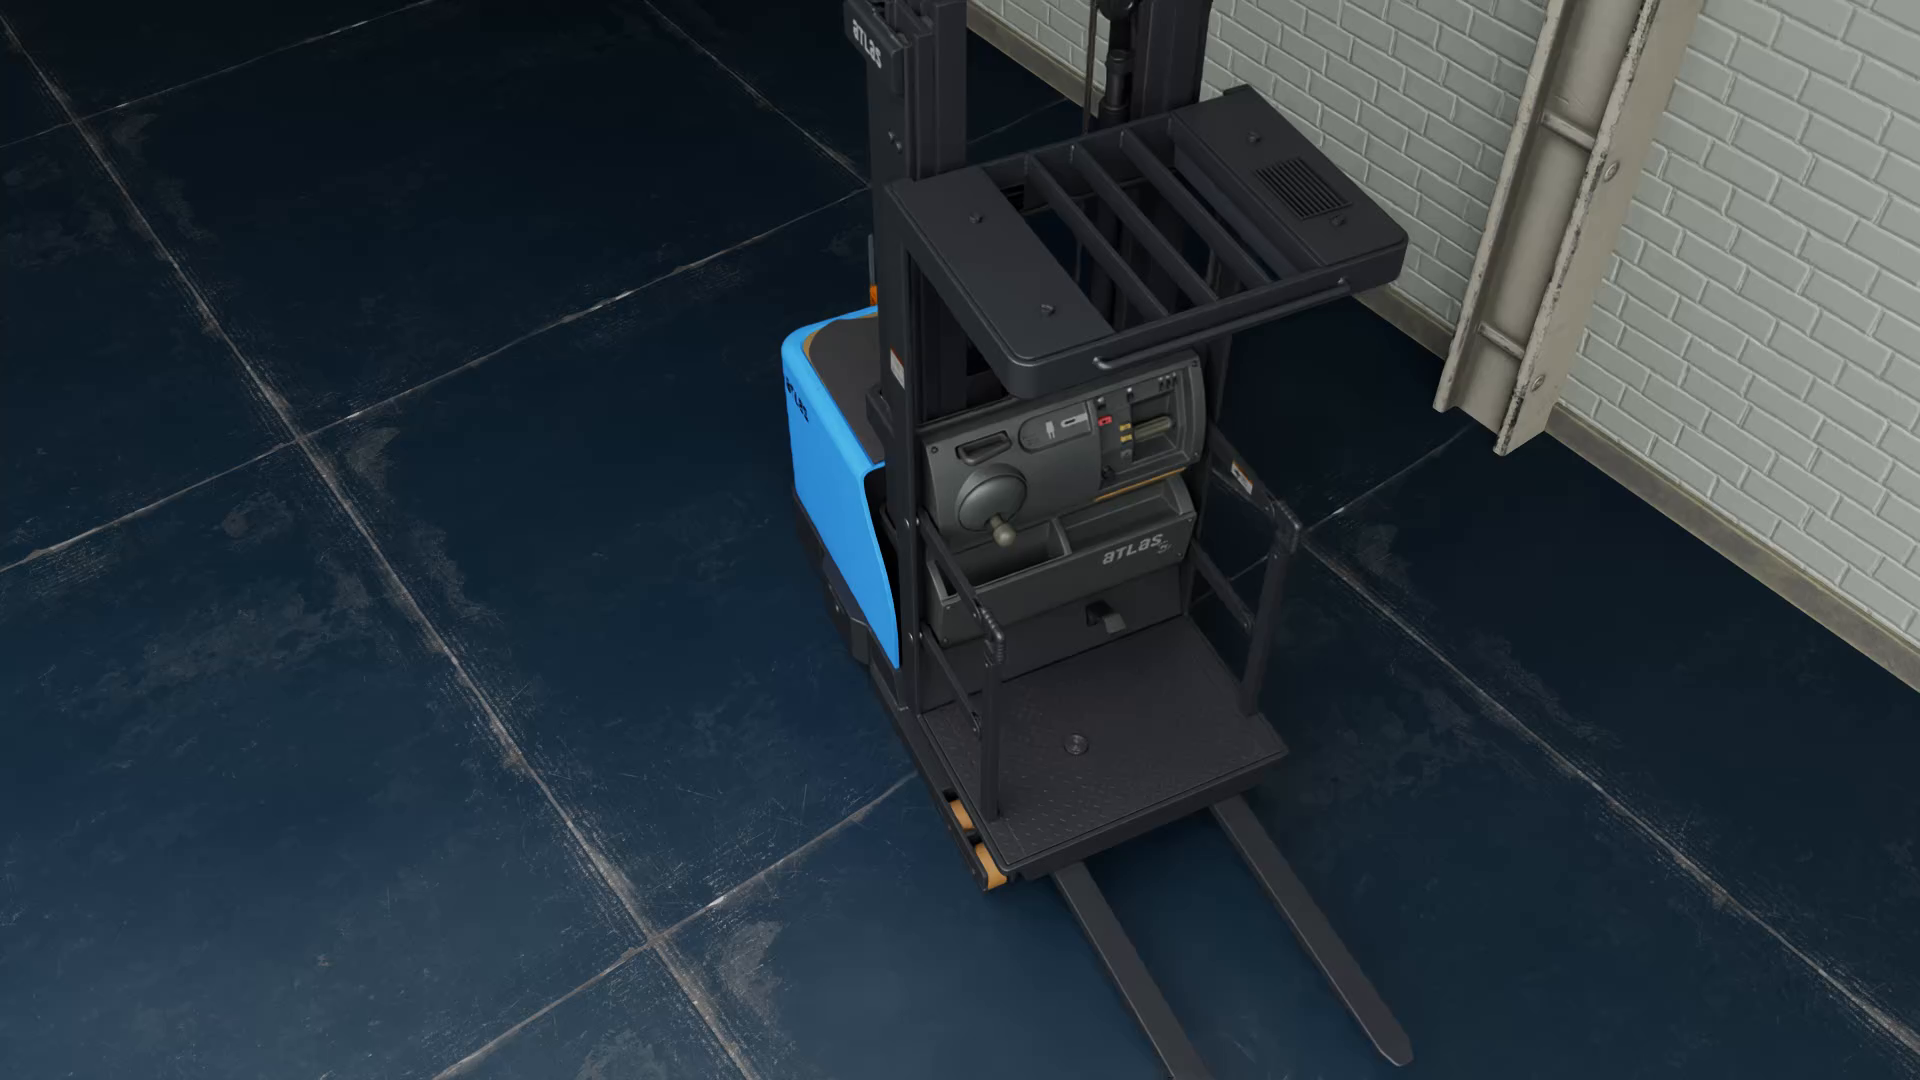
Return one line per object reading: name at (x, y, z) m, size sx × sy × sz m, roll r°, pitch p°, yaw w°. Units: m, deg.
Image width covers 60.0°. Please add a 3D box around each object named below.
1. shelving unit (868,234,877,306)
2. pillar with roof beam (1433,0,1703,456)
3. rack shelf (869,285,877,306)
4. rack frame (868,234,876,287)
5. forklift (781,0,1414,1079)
shelving unit at (-0.193, -0.699, 6.573) m, size 0.258 × 1.200 × 0.189 m, roll -19°, pitch 51°, yaw -17°
pillar with roof beam at (-1.119, -1.630, 2.152) m, size 9.100 × 9.000 × 0.400 m, roll -29°, pitch 54°, yaw -24°
rack shelf at (-0.193, -0.911, 6.339) m, size 0.258 × 0.103 × 0.180 m, roll -19°, pitch 51°, yaw -17°
rack frame at (-0.232, -0.760, 6.628) m, size 0.240 × 1.200 × 0.006 m, roll -19°, pitch 51°, yaw -17°
forklift at (0.426, -0.174, 4.928) m, size 1.130 × 2.935 × 3.031 m, roll -19°, pitch 51°, yaw -17°
